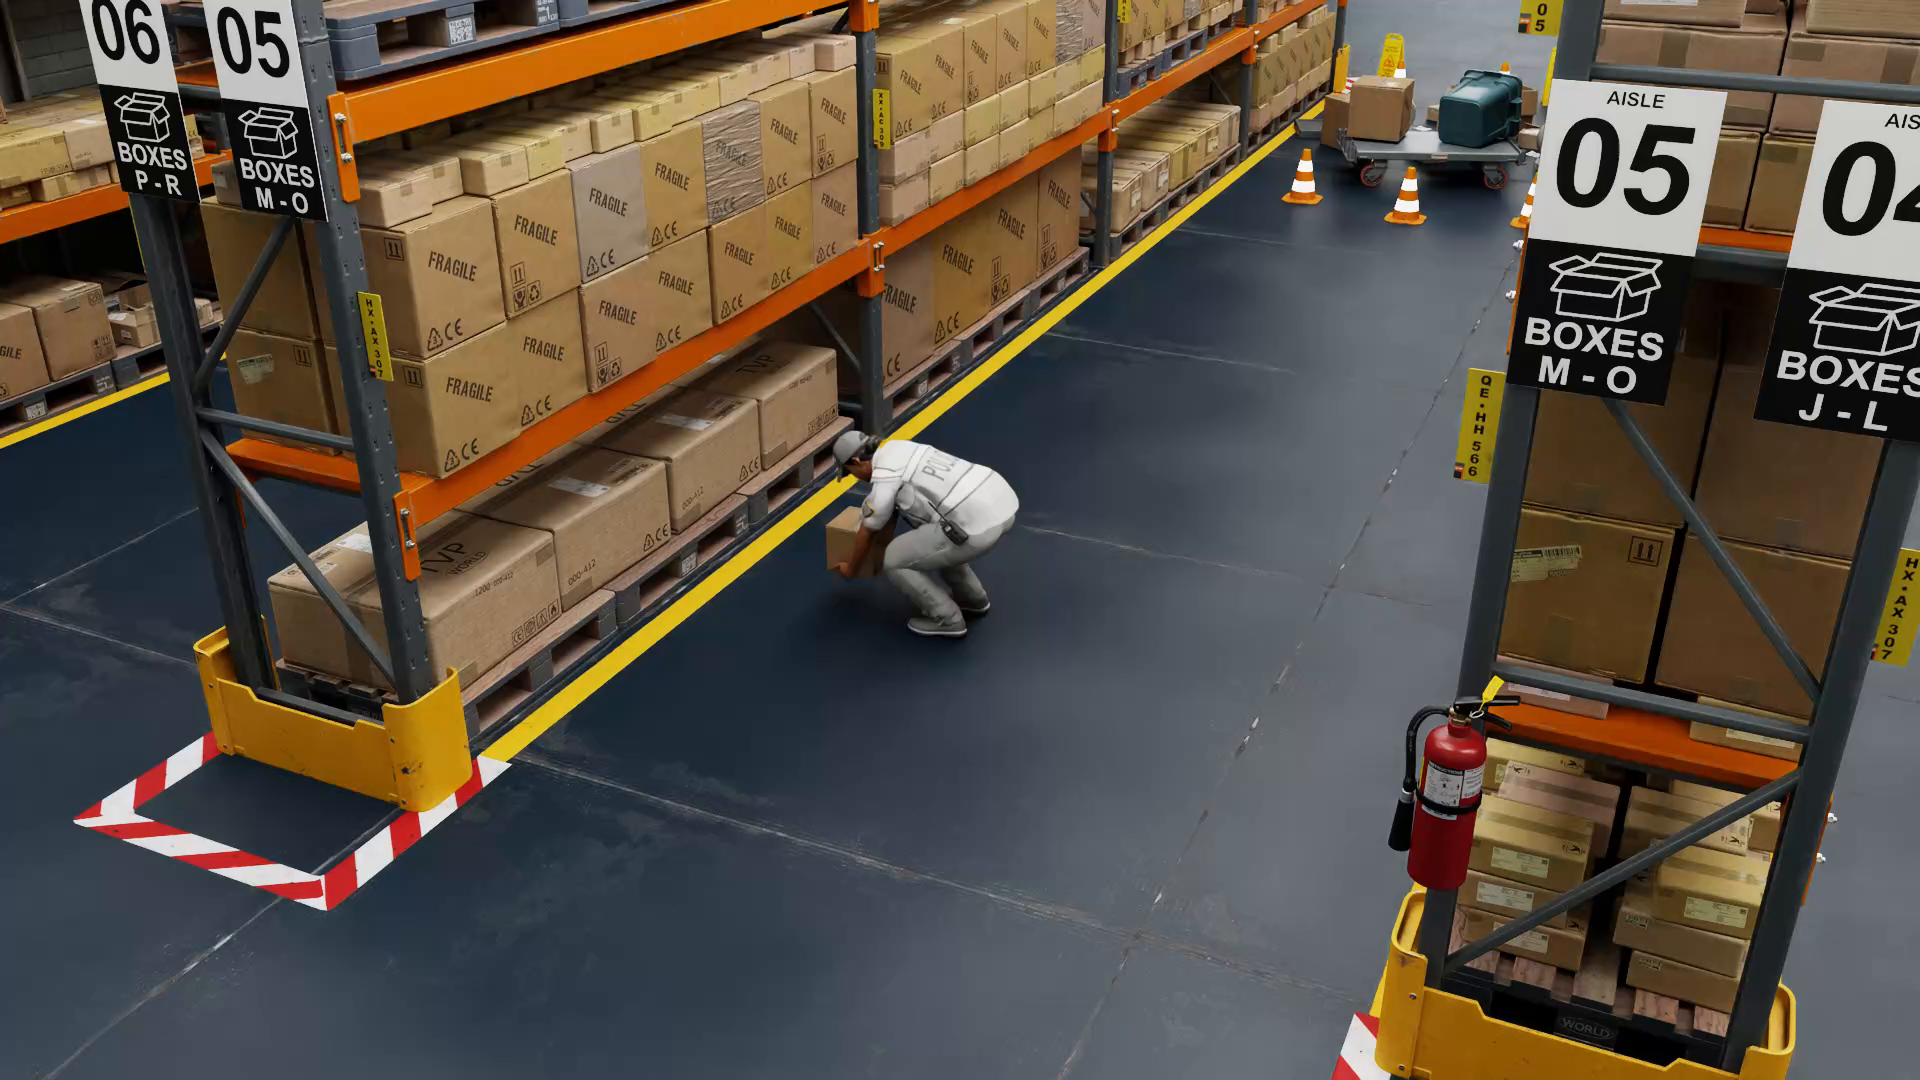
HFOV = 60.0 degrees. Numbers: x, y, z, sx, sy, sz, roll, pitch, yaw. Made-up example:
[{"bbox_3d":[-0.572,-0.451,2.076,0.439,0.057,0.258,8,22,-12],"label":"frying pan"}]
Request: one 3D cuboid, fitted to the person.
[{"bbox_3d":[-0.176,-0.047,8.034,0.902,0.940,0.517,10,28,20],"label":"person"}]
